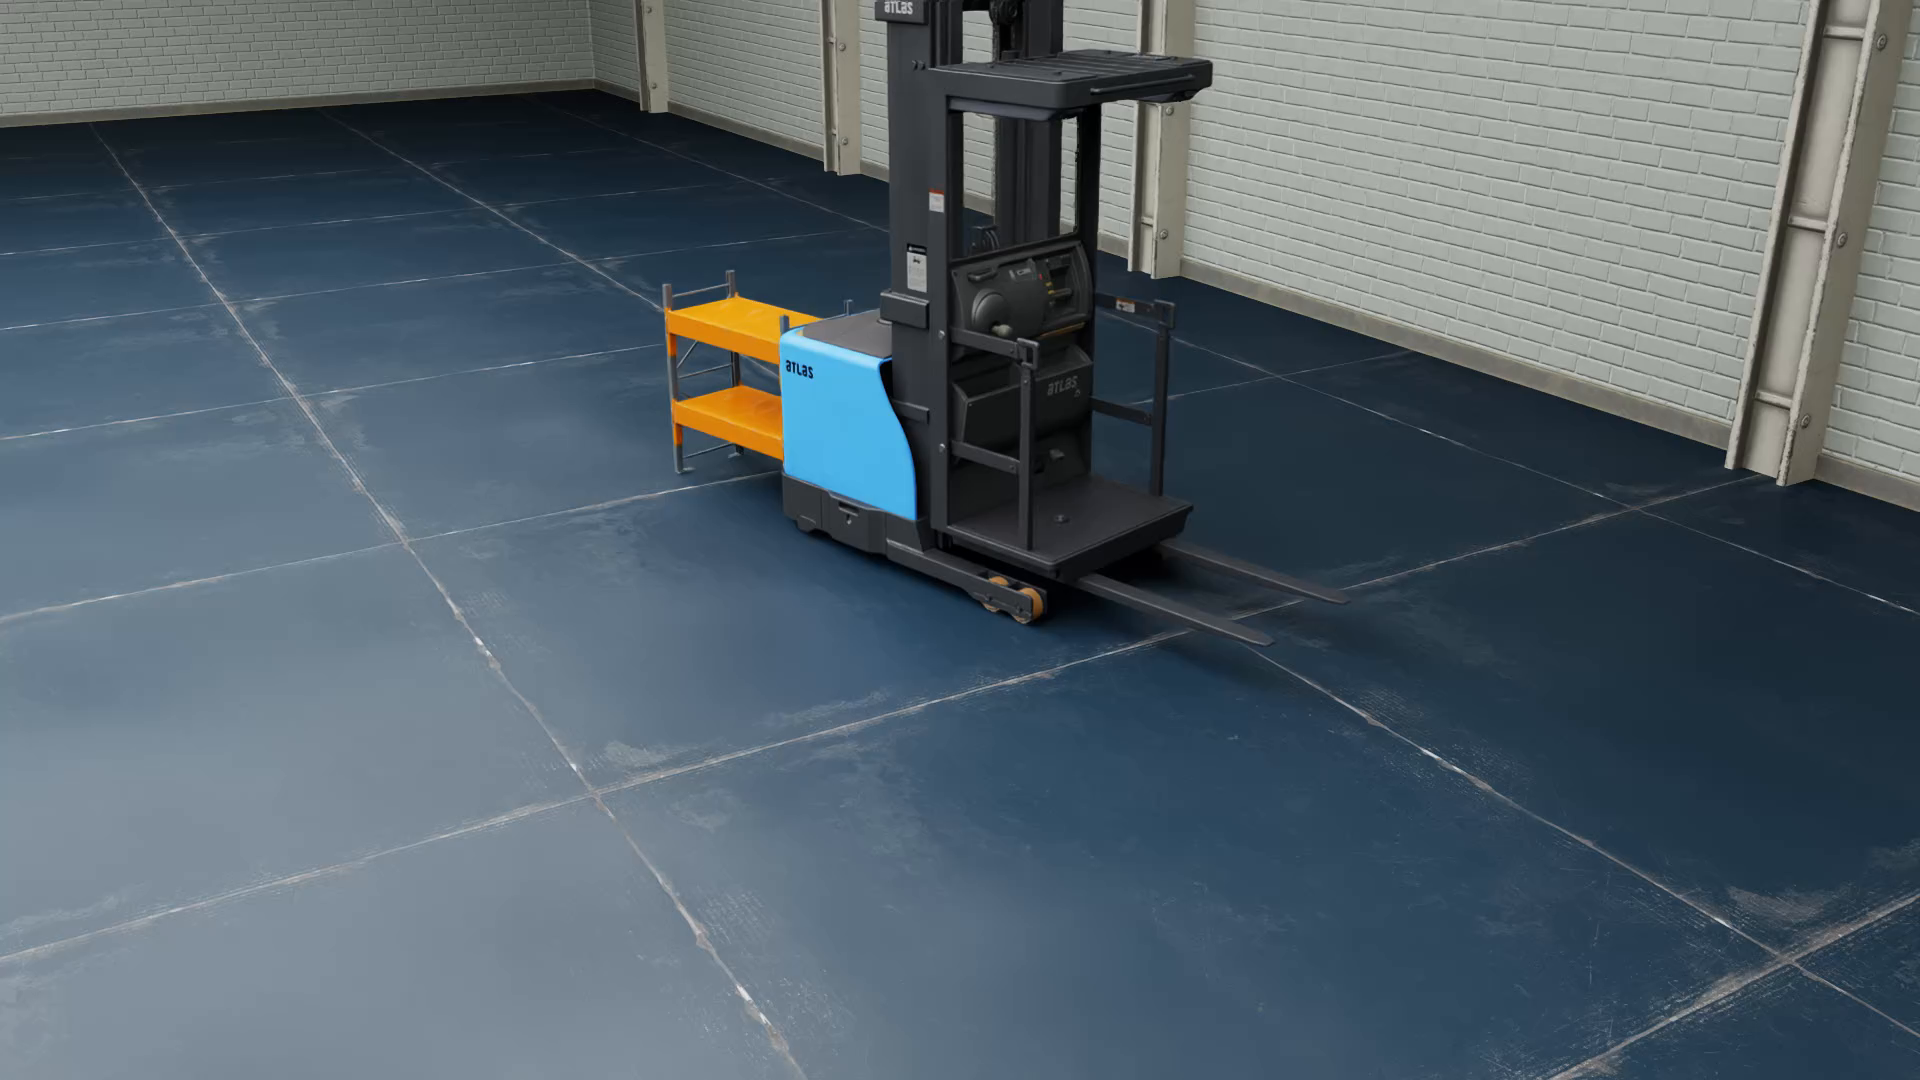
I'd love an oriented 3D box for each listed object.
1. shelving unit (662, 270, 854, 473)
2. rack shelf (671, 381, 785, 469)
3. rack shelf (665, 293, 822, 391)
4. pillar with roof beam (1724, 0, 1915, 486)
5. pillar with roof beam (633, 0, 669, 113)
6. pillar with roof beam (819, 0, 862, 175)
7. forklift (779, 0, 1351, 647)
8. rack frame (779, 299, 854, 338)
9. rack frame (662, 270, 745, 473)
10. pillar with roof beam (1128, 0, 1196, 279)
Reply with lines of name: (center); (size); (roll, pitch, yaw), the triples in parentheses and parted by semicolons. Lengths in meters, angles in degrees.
shelving unit: (-1.129, -0.850, 9.409); (1.048, 1.125, 0.538); (20, 29, 40)
rack shelf: (-1.129, -0.624, 9.501); (1.000, 0.278, 0.538); (20, 29, 40)
rack shelf: (-1.129, -1.121, 9.299); (1.000, 0.278, 0.538); (20, 29, 40)
pillar with roof beam: (1.072, -3.742, 6.067); (9.100, 9.000, 0.400); (-13, 25, -28)
pillar with roof beam: (-8.123, -9.569, 20.402); (9.100, 9.000, 0.400); (-13, 25, -28)
pillar with roof beam: (-5.058, -7.626, 15.624); (9.100, 9.000, 0.400); (-13, 25, -28)
forklift: (0.456, -1.185, 7.834); (3.031, 2.935, 1.130); (20, 29, 40)
rack frame: (-0.763, -0.717, 9.082); (0.032, 1.125, 0.500); (20, 29, 40)
rack frame: (-1.495, -0.983, 9.736); (0.032, 1.125, 0.500); (20, 29, 40)
pillar with roof beam: (-1.993, -5.684, 10.845); (9.100, 9.000, 0.400); (-13, 25, -28)
